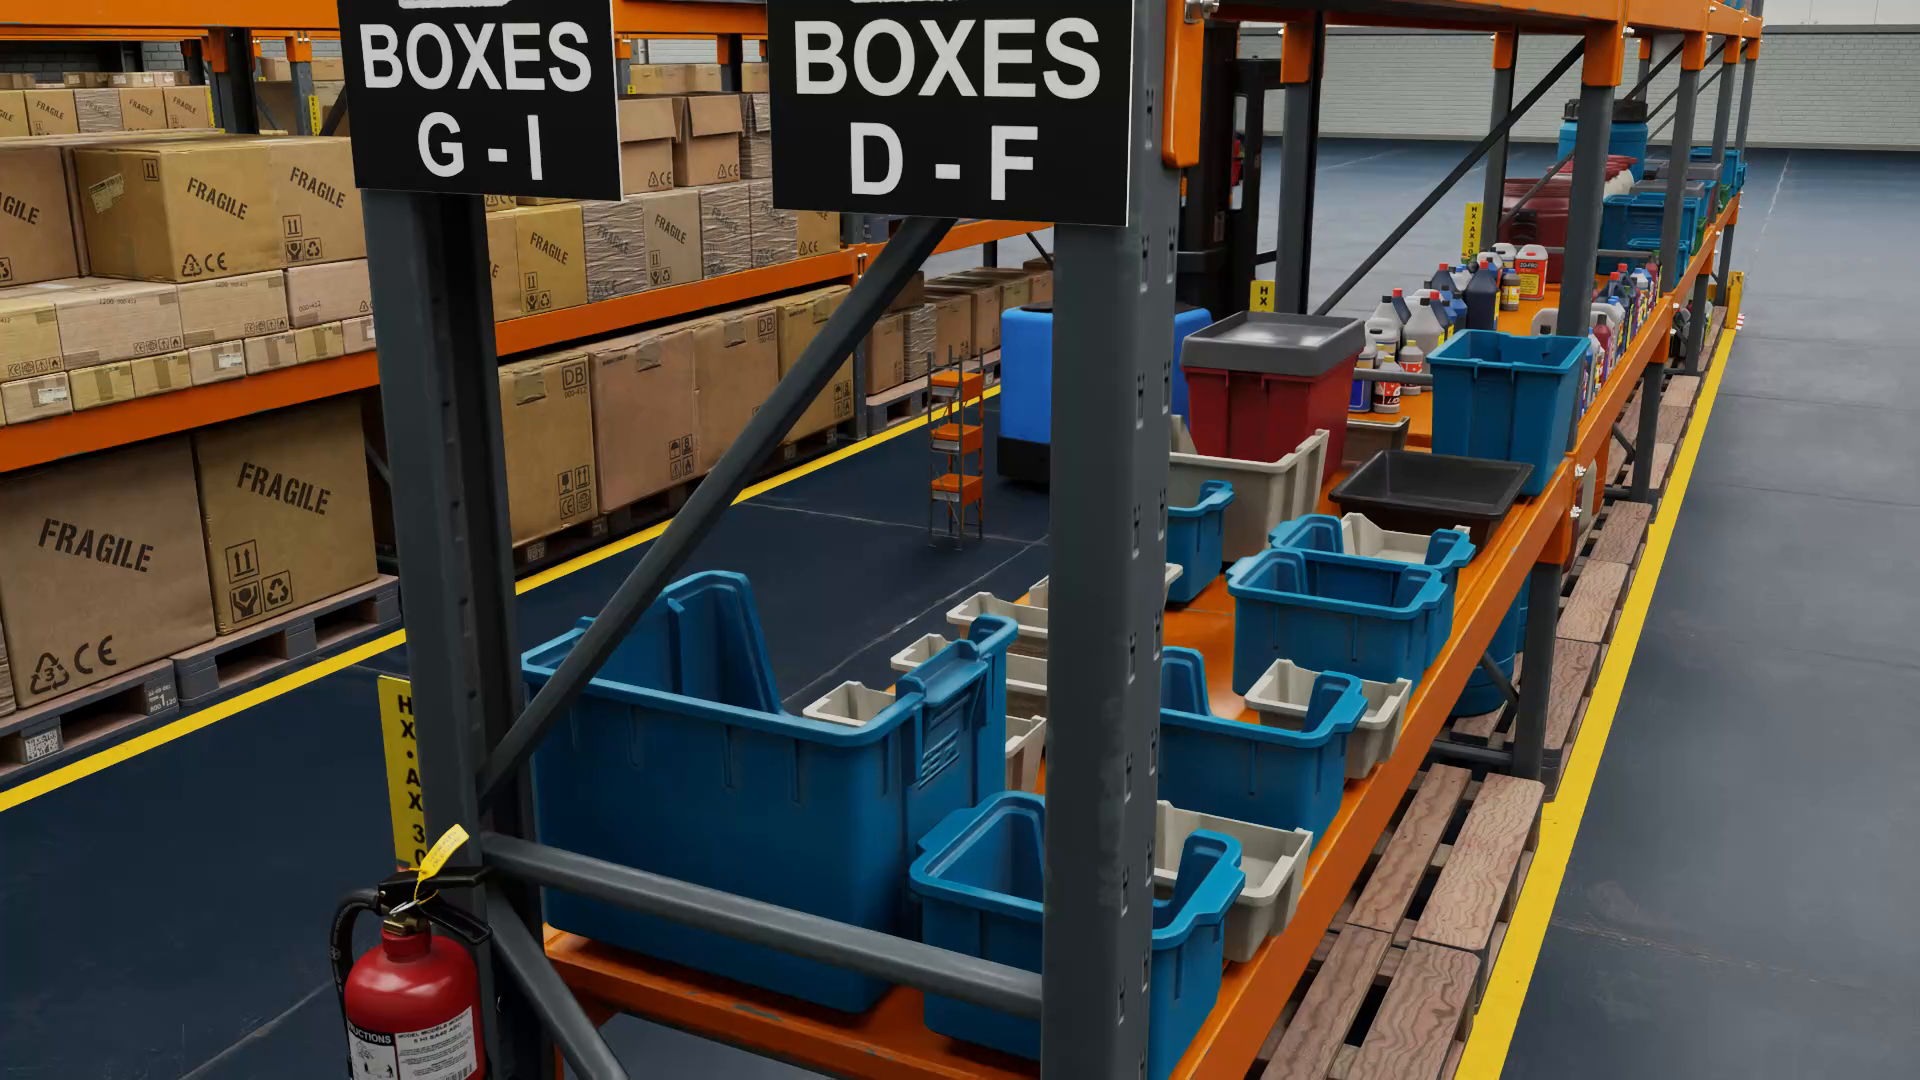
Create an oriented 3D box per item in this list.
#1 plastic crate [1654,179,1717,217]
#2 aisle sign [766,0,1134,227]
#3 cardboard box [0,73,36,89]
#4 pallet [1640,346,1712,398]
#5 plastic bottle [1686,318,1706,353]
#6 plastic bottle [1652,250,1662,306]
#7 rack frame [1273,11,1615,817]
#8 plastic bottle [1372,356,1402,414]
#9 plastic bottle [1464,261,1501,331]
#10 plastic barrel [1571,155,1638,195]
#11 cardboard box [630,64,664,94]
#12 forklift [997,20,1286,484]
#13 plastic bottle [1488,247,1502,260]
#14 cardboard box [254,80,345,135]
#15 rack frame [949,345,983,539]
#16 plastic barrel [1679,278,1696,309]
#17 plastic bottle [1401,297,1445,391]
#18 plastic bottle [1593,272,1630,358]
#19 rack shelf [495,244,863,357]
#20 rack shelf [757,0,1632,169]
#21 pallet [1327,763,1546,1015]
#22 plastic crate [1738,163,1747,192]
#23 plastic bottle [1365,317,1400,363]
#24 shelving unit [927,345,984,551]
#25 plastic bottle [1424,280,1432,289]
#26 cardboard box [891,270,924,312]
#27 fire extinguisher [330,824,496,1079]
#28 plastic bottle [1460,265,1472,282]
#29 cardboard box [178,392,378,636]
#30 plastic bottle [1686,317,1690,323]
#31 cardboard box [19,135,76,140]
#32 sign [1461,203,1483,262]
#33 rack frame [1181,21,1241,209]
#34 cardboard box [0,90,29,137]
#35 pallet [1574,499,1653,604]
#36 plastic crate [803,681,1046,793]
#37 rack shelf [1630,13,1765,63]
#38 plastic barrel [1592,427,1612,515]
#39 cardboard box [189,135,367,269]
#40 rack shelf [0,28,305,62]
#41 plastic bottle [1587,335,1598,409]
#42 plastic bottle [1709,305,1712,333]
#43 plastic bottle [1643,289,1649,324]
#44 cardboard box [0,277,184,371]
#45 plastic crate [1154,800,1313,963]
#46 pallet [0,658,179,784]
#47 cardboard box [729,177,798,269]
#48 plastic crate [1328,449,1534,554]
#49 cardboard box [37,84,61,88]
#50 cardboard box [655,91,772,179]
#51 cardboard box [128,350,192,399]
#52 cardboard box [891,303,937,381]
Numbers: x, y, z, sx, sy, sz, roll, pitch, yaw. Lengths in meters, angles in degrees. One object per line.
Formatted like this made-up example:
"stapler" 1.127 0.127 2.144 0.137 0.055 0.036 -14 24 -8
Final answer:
"plastic crate" 4.895 -2.237 11.315 0.392 0.384 0.575 8 18 25
"aisle sign" -0.018 -0.698 1.542 0.394 0.787 0.004 8 18 25
"cardboard box" -9.495 -4.592 16.643 0.380 0.149 0.250 7 18 23
"pallet" 5.447 -1.394 13.347 1.003 0.211 1.213 8 18 25
"plastic bottle" 5.842 -1.659 13.221 0.144 0.351 0.185 9 19 27
"plastic bottle" 3.524 -1.333 8.449 0.061 0.283 0.133 8 18 25
"rack frame" 1.535 -0.527 5.531 1.000 3.000 0.127 8 18 25
"plastic bottle" 1.542 -0.562 5.999 0.097 0.201 0.097 0 17 0
"plastic bottle" 2.342 -1.075 7.462 0.144 0.351 0.185 8 18 25
"plastic barrel" 4.486 -2.414 11.646 0.433 0.535 0.433 0 17 0
"cardboard box" -3.517 -4.531 16.851 0.875 0.550 0.550 8 18 25
"forklift" 1.496 -2.000 10.611 1.130 2.935 3.031 12 20 34
"plastic bottle" 2.764 -1.389 8.660 0.097 0.271 0.097 0 17 0
"cardboard box" -5.291 -3.473 13.519 0.700 0.500 0.500 8 18 25
"rack frame" 0.031 -0.521 8.934 0.200 1.050 0.008 8 18 25
"plastic barrel" 6.448 -2.288 15.090 0.421 0.512 0.421 0 17 0
"plastic bottle" 1.782 -0.761 6.405 0.144 0.351 0.185 8 18 25
"plastic bottle" 2.762 -0.958 7.067 0.144 0.351 0.185 8 18 25
"rack shelf" -2.002 -1.322 9.471 1.077 0.370 4.000 8 18 25
"rack shelf" 0.642 -1.111 3.492 1.077 0.370 4.000 8 18 25
"pallet" 1.242 1.002 5.281 1.003 0.211 1.213 8 18 25
"plastic crate" 6.941 -3.347 15.286 0.499 0.251 0.616 8 18 25
"plastic bottle" 1.586 -0.702 6.339 0.152 0.276 0.135 8 18 25
"shelving unit" -0.024 -0.490 8.829 0.215 1.050 0.252 8 18 25
"plastic bottle" 2.037 -0.992 7.302 0.061 0.283 0.133 8 18 25
"cardboard box" -0.608 -1.859 12.316 0.500 0.250 0.500 11 20 32
"fire extinguisher" -0.726 0.688 2.230 0.296 0.674 0.183 8 18 25
"plastic bottle" 2.394 -1.179 7.951 0.097 0.271 0.097 0 17 0
"cardboard box" -3.262 -0.182 7.364 0.875 0.875 0.875 8 18 25
"plastic bottle" 5.959 -1.711 13.536 0.097 0.271 0.097 0 17 0
"cardboard box" -6.466 -2.771 11.745 0.380 0.149 0.250 9 19 27
"sign" 2.827 -1.693 9.168 0.100 0.325 0.005 8 18 25
"rack frame" 2.466 -4.214 17.944 1.000 3.000 0.127 8 18 25
"cardboard box" -9.339 -4.048 15.949 0.500 0.500 0.500 9 19 28
"pallet" 3.008 -0.003 8.665 1.003 0.211 1.213 8 18 25
"plastic crate" -0.050 0.358 2.907 0.396 0.136 0.243 8 18 25
"rack shelf" 6.004 -4.168 13.783 1.077 0.370 4.000 8 18 25
"plastic barrel" 3.119 -0.580 8.784 0.600 0.830 0.708 8 18 25
"cardboard box" -2.862 -1.436 7.016 0.500 0.500 0.500 9 19 27
"rack shelf" -6.394 -3.417 11.255 1.077 0.370 4.000 8 18 25
"plastic bottle" 2.247 -0.630 6.097 0.152 0.276 0.135 8 18 25
"plastic bottle" 6.270 -1.869 14.061 0.152 0.276 0.135 8 18 24
"plastic bottle" 3.222 -1.133 7.921 0.097 0.201 0.097 0 17 0
"cardboard box" -3.315 -0.820 6.258 0.500 0.250 0.500 9 19 26
"plastic crate" 0.370 0.497 2.440 0.250 0.136 0.298 8 18 25
"pallet" -3.849 0.675 6.381 1.003 0.211 1.213 8 18 25
"cardboard box" -1.335 -1.941 10.115 0.500 0.500 0.500 8 18 25
"plastic crate" 1.276 -0.105 4.487 0.437 0.125 0.590 8 18 25
"cardboard box" -11.872 -5.828 21.541 0.380 0.149 0.250 9 19 27
"cardboard box" -1.449 -2.521 10.306 0.797 0.503 0.637 9 19 27
"cardboard box" -3.198 -0.655 6.404 0.380 0.149 0.250 8 19 26
"cardboard box" -0.590 -1.505 12.441 0.700 0.500 0.500 6 18 21
